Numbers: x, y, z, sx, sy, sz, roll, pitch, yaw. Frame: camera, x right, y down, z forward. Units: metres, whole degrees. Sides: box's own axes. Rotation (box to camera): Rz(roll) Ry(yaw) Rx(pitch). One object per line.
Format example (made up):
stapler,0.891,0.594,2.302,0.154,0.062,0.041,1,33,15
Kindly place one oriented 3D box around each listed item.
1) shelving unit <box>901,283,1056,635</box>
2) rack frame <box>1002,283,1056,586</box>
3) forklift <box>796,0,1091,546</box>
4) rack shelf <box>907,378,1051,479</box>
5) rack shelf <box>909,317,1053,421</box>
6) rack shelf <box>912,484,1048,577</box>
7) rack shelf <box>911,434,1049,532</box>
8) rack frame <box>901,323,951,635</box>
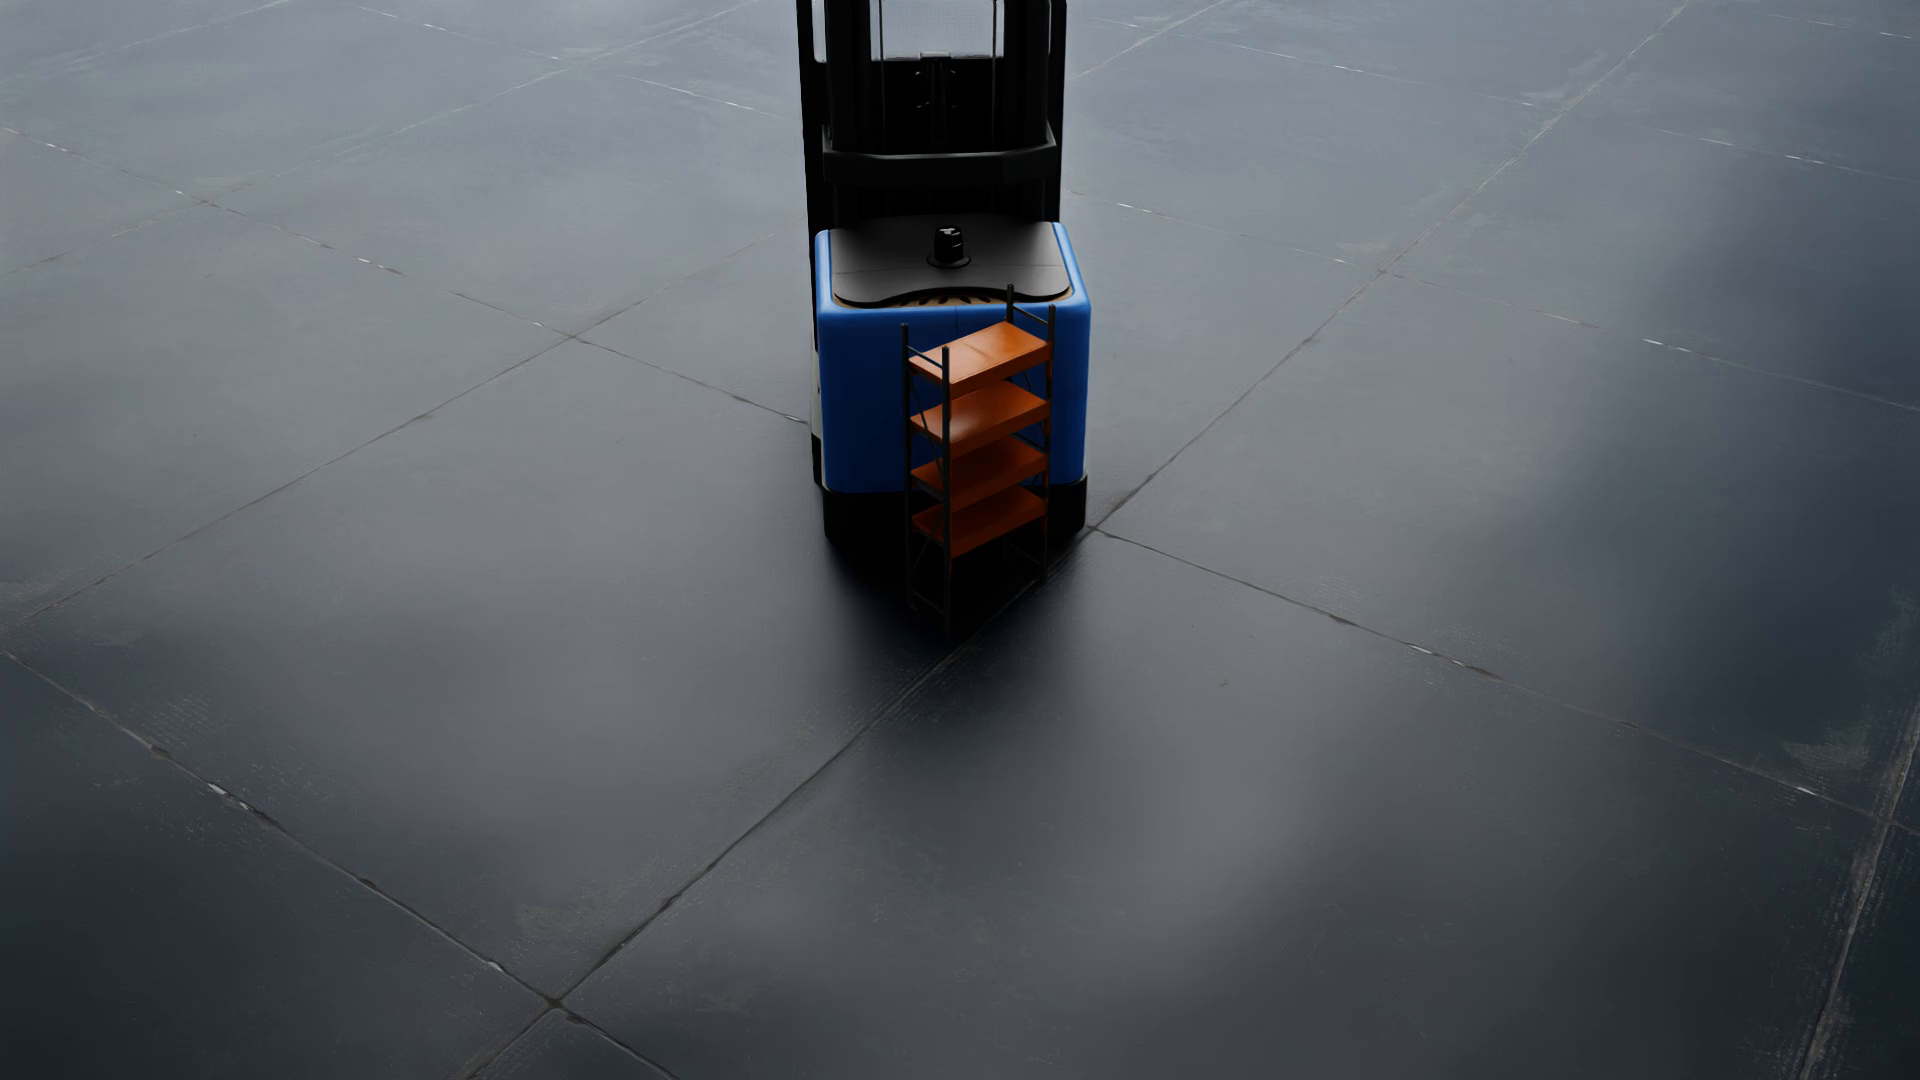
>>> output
shelving unit,0.067,-0.284,6.099,0.503,1.200,0.258,-26,42,-33
rack frame,0.252,-0.373,6.230,0.015,1.200,0.240,-26,42,-33
forklift,-0.135,-1.993,7.081,1.130,2.935,3.031,-3,34,-4
rack shelf,0.067,-0.413,6.011,0.480,0.148,0.258,-26,42,-33
rack shelf,0.067,-0.609,5.879,0.480,0.148,0.258,-26,42,-33
rack shelf,0.067,-0.064,6.248,0.480,0.148,0.258,-26,42,-33
rack shelf,0.067,-0.228,6.136,0.480,0.148,0.258,-26,42,-33
rack frame,-0.119,-0.195,5.968,0.015,1.200,0.240,-26,42,-33
